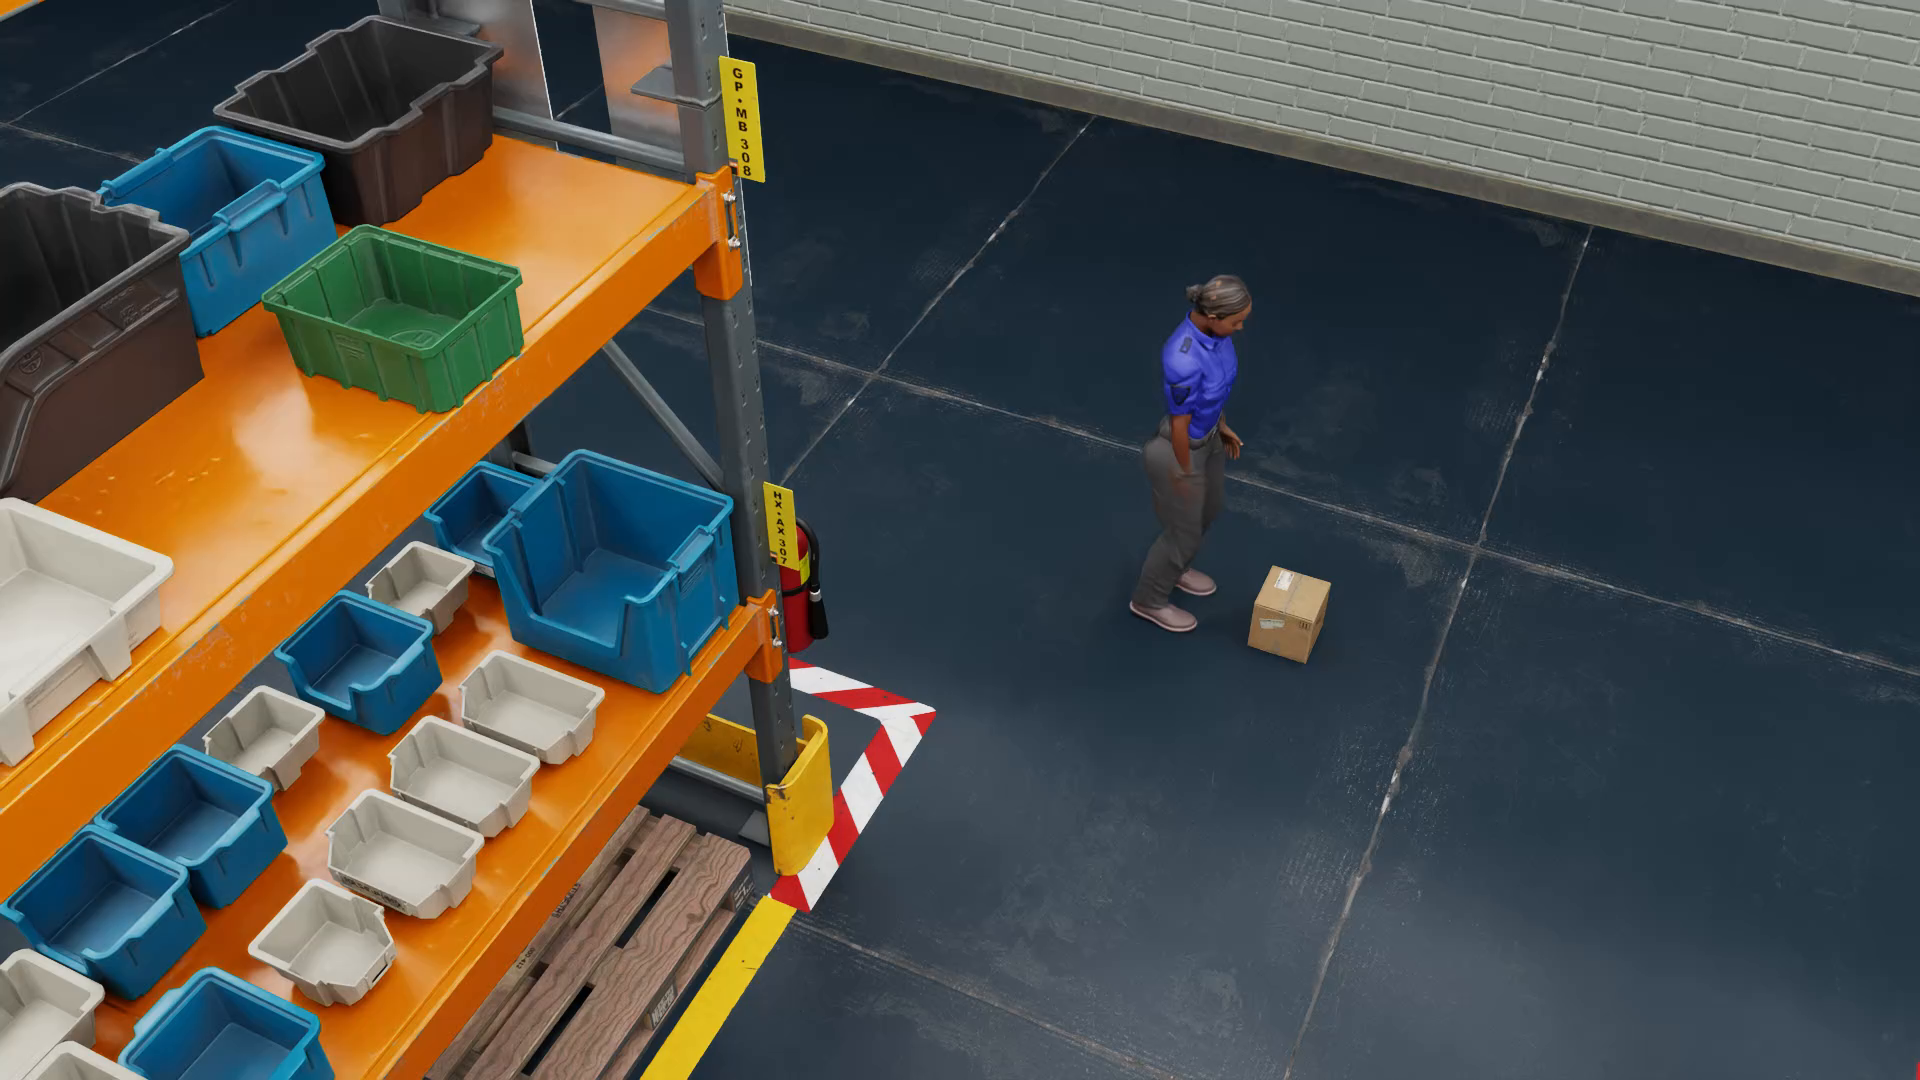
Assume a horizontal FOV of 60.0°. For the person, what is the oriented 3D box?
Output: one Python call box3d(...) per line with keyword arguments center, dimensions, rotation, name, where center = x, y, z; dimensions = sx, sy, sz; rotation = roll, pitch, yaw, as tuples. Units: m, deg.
box3d(center=(0.918, -0.360, 6.585), dimensions=(0.325, 1.636, 0.446), rotation=(18, 45, 19), name="person")
